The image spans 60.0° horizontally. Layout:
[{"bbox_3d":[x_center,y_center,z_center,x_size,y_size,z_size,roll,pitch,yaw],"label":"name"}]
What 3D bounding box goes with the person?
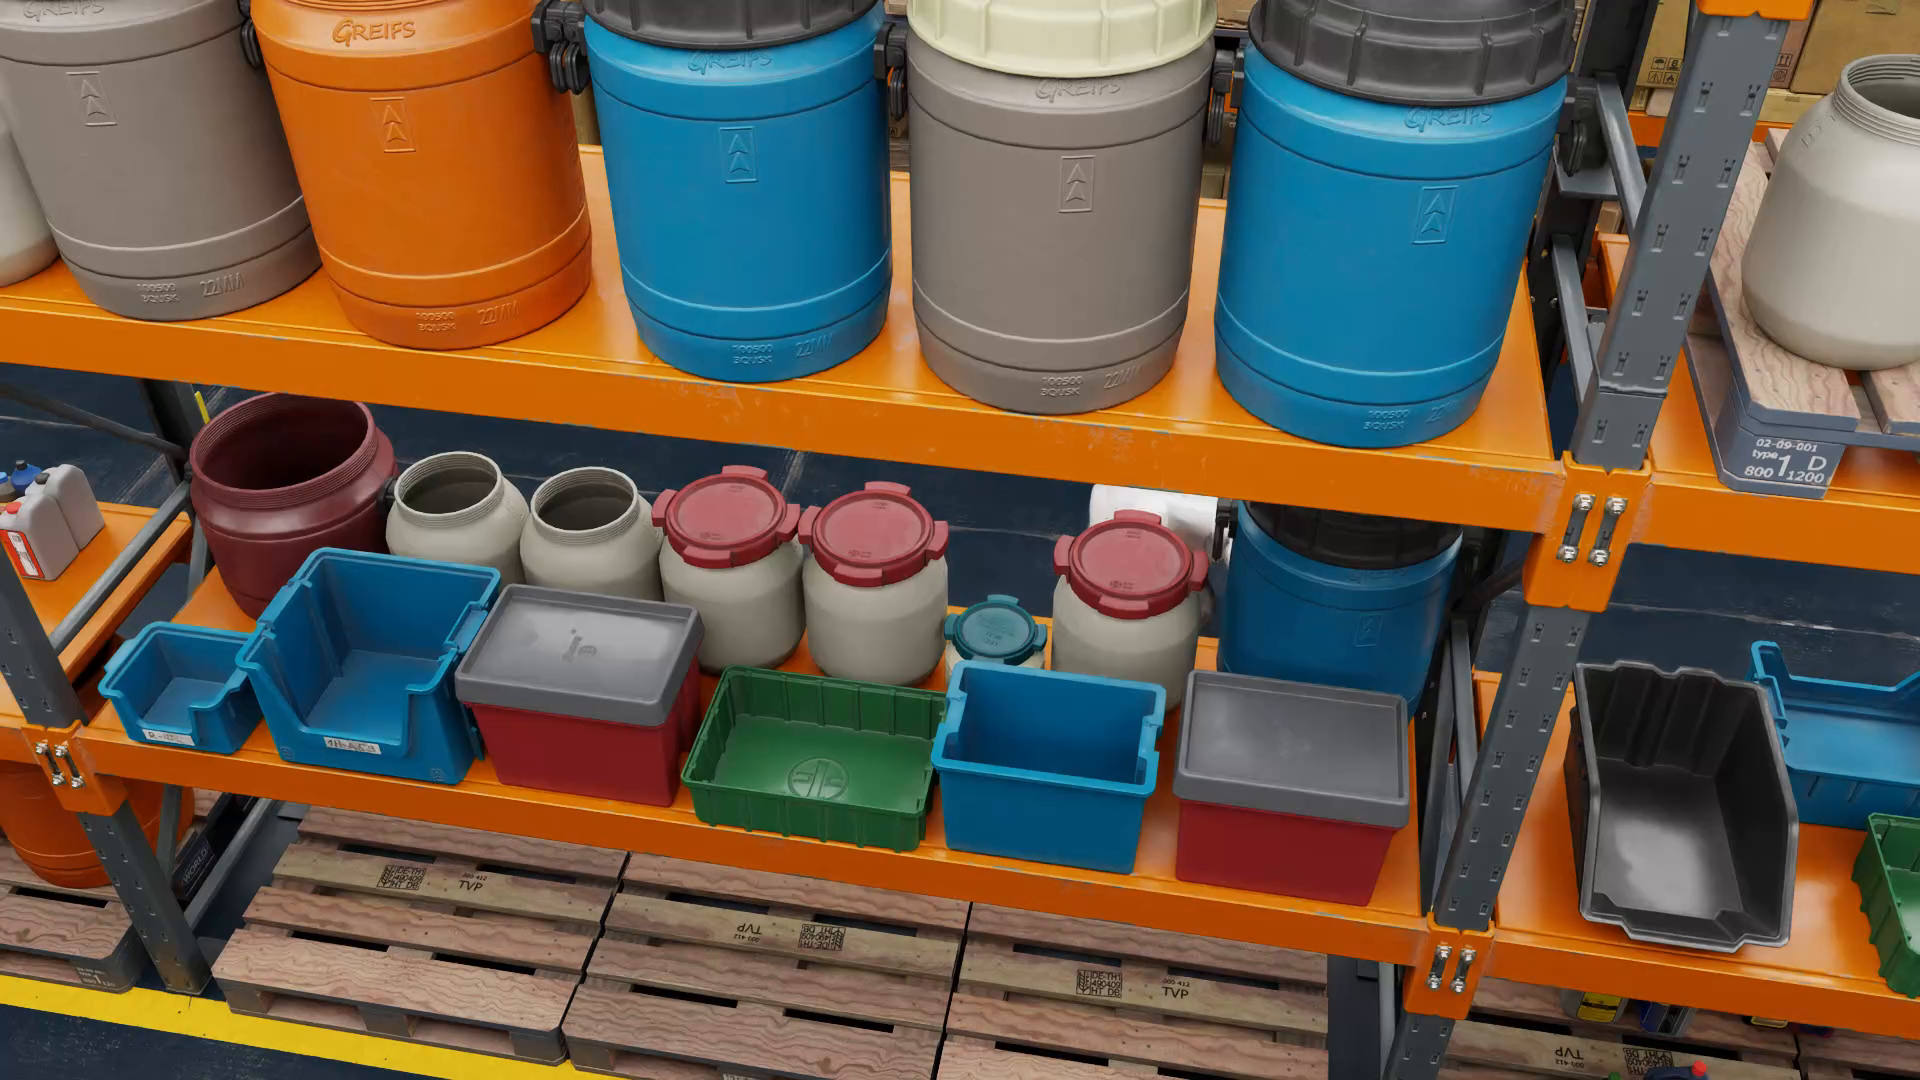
[{"bbox_3d":[0.985,0.128,6.572,0.976,1.006,0.490,5,41,5],"label":"person"}]
